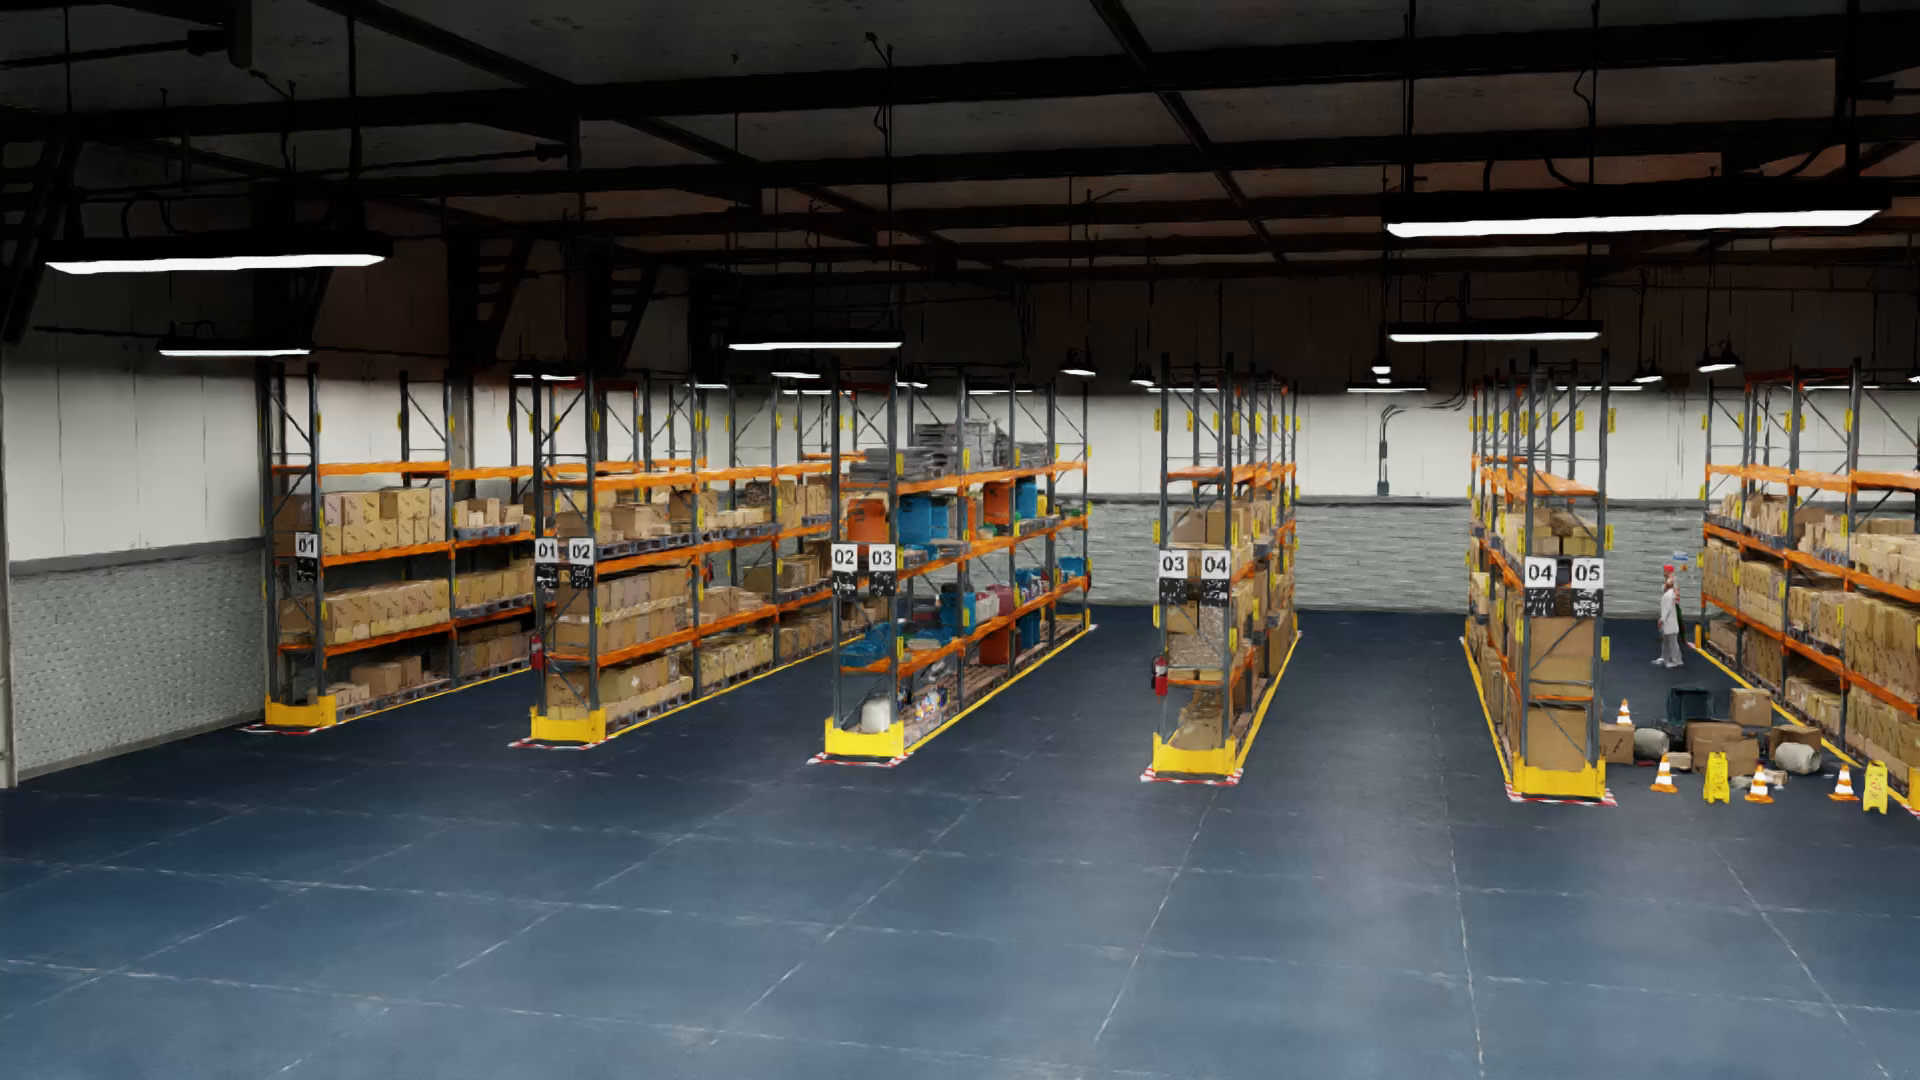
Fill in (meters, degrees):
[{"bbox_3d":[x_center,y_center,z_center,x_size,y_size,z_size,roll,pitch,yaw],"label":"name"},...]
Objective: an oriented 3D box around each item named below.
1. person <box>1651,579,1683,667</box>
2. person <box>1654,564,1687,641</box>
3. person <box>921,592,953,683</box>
[{"bbox_3d":[14.627,1.703,34.338,0.618,1.809,0.642,2,4,26],"label":"person"},{"bbox_3d":[16.311,1.440,38.112,0.693,1.785,0.568,-1,4,-16],"label":"person"},{"bbox_3d":[-0.442,1.883,31.730,0.691,1.779,0.680,1,4,12],"label":"person"}]
